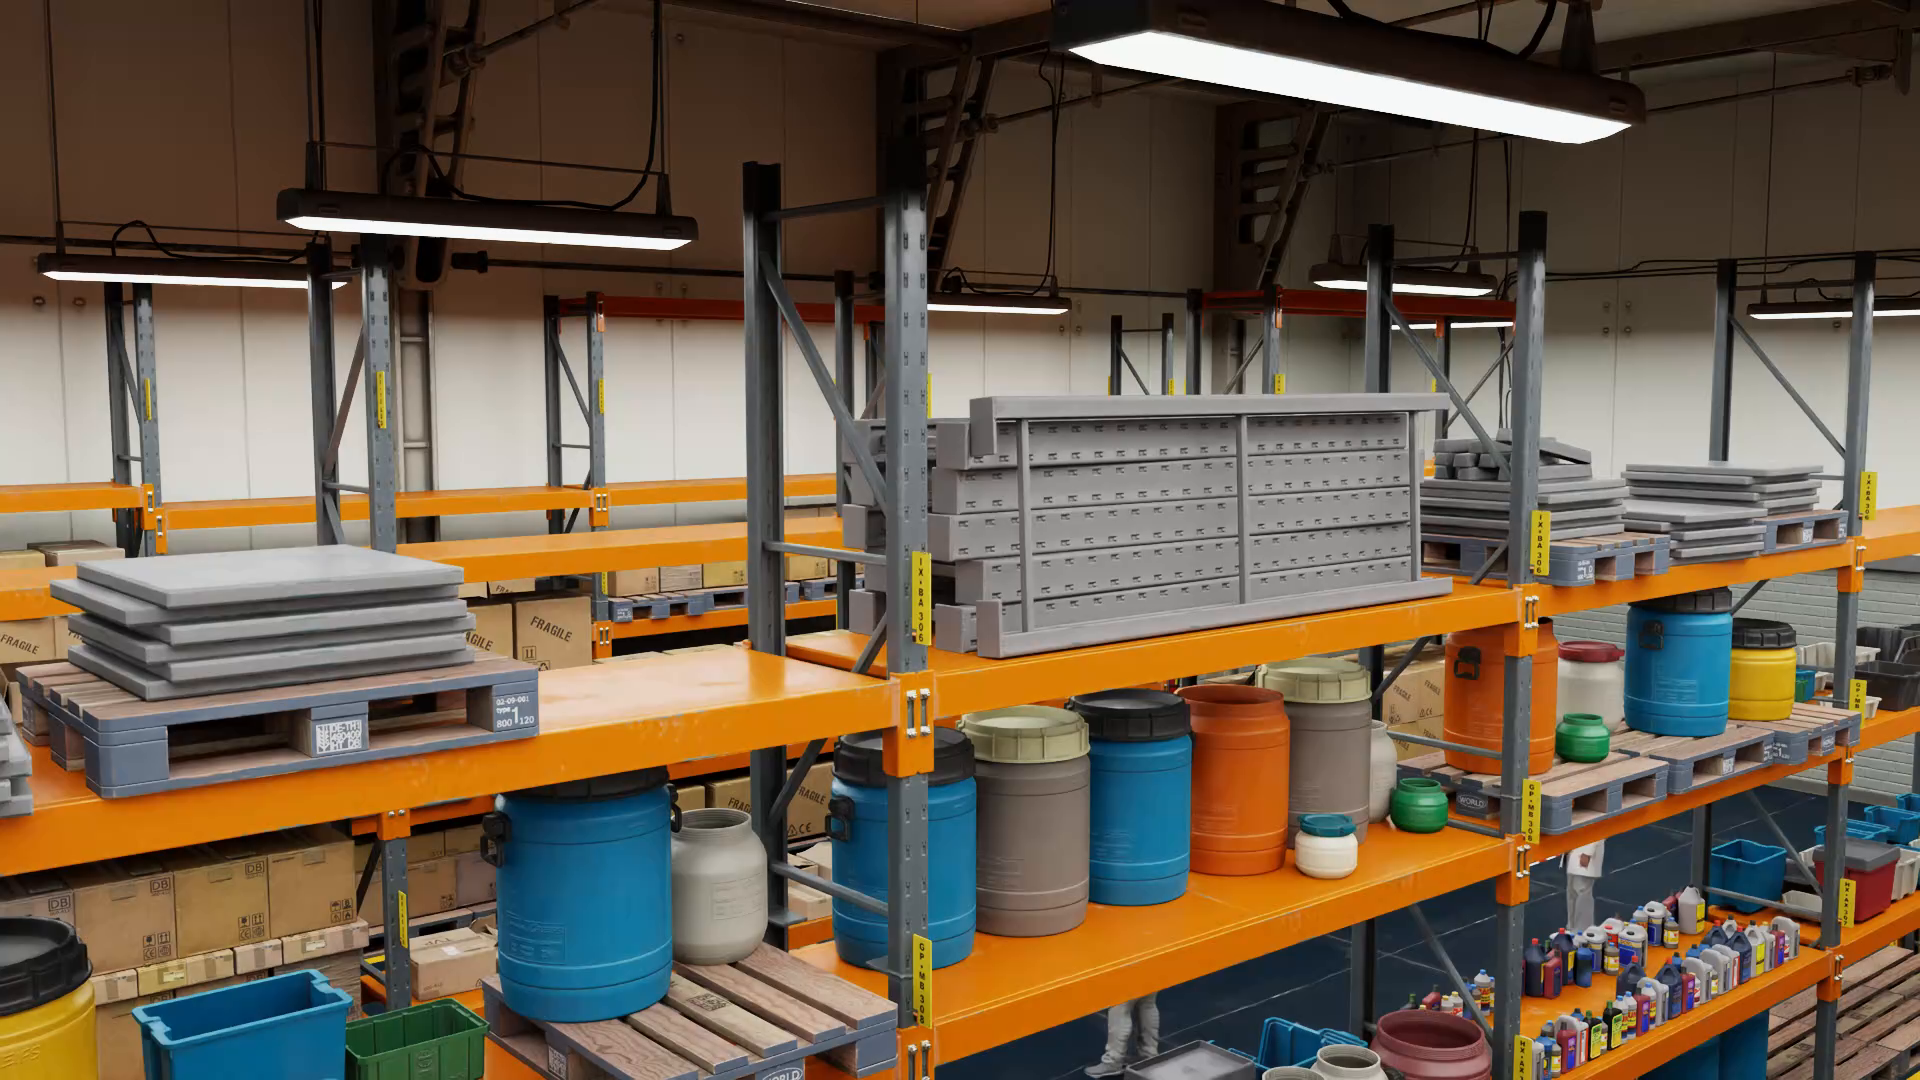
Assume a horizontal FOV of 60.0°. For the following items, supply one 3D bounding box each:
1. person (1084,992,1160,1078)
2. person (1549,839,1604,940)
[{"bbox_3d":[1.255,3.150,12.433,0.518,1.675,0.529,3,6,27],"label":"person"},{"bbox_3d":[5.676,2.963,15.217,0.513,1.624,0.633,0,6,-5],"label":"person"}]
